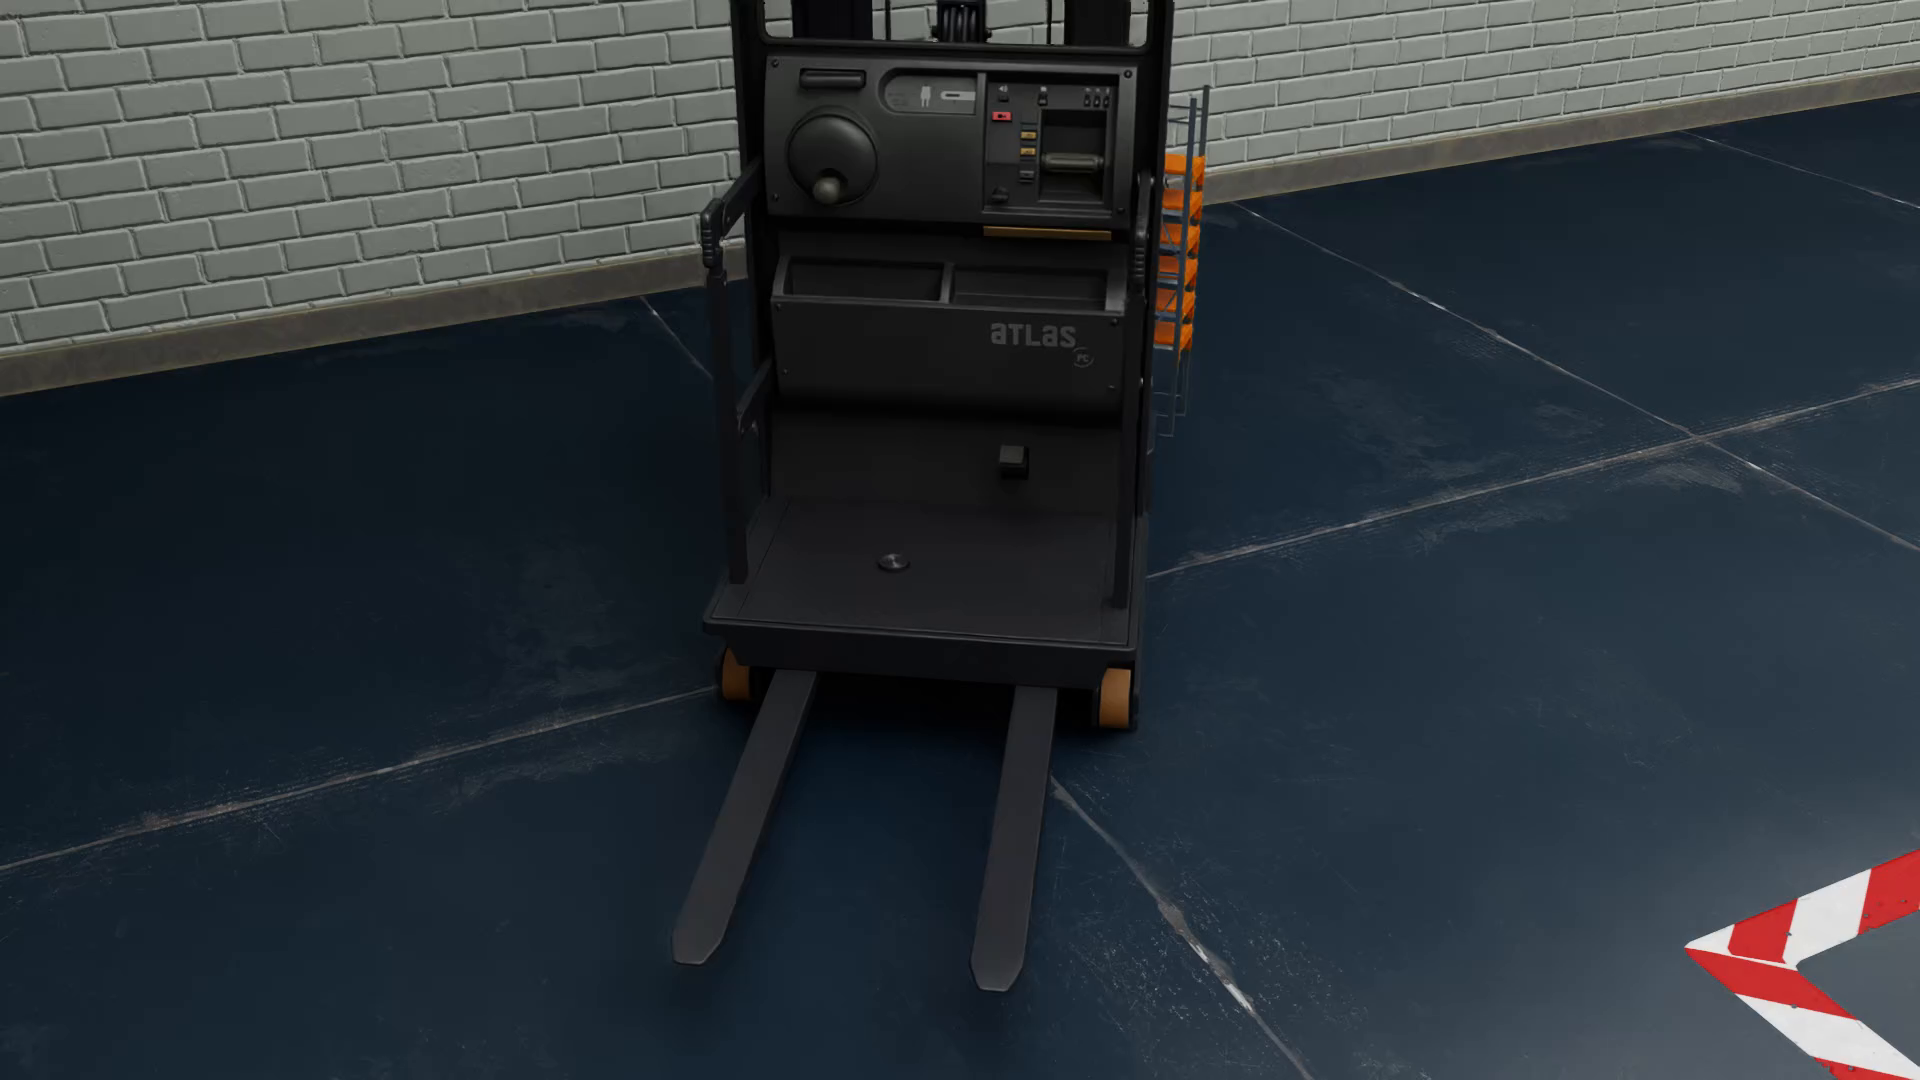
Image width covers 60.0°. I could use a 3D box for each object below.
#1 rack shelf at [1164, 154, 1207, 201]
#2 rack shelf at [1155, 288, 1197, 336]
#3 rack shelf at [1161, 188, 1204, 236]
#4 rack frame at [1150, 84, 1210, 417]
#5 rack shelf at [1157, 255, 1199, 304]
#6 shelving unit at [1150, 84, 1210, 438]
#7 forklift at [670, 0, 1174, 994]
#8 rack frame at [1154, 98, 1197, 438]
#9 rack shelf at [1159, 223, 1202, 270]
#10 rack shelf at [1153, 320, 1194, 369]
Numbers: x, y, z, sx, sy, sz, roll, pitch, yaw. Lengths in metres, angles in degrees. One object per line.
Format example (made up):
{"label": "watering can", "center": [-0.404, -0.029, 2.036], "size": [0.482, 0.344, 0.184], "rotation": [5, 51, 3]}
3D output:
{"label": "rack shelf", "center": [0.676, -1.224, 5.561], "size": [0.258, 0.103, 0.180], "rotation": [10, 31, 18]}
{"label": "rack shelf", "center": [0.675, -0.806, 5.796], "size": [0.258, 0.103, 0.180], "rotation": [10, 31, 18]}
{"label": "rack shelf", "center": [0.676, -1.120, 5.620], "size": [0.258, 0.103, 0.180], "rotation": [10, 31, 18]}
{"label": "rack frame", "center": [0.707, -0.991, 5.790], "size": [0.240, 1.200, 0.006], "rotation": [10, 31, 18]}
{"label": "rack shelf", "center": [0.675, -0.911, 5.737], "size": [0.258, 0.103, 0.180], "rotation": [10, 31, 18]}
{"label": "shelving unit", "center": [0.676, -0.949, 5.716], "size": [0.258, 1.200, 0.189], "rotation": [10, 31, 18]}
{"label": "forklift", "center": [-0.053, -0.961, 3.967], "size": [1.130, 2.935, 3.031], "rotation": [3, 29, 6]}
{"label": "rack frame", "center": [0.644, -0.907, 5.641], "size": [0.240, 1.200, 0.006], "rotation": [10, 31, 18]}
{"label": "rack shelf", "center": [0.676, -1.015, 5.679], "size": [0.258, 0.103, 0.180], "rotation": [10, 31, 18]}
{"label": "rack shelf", "center": [0.675, -0.701, 5.855], "size": [0.258, 0.103, 0.180], "rotation": [10, 31, 18]}
